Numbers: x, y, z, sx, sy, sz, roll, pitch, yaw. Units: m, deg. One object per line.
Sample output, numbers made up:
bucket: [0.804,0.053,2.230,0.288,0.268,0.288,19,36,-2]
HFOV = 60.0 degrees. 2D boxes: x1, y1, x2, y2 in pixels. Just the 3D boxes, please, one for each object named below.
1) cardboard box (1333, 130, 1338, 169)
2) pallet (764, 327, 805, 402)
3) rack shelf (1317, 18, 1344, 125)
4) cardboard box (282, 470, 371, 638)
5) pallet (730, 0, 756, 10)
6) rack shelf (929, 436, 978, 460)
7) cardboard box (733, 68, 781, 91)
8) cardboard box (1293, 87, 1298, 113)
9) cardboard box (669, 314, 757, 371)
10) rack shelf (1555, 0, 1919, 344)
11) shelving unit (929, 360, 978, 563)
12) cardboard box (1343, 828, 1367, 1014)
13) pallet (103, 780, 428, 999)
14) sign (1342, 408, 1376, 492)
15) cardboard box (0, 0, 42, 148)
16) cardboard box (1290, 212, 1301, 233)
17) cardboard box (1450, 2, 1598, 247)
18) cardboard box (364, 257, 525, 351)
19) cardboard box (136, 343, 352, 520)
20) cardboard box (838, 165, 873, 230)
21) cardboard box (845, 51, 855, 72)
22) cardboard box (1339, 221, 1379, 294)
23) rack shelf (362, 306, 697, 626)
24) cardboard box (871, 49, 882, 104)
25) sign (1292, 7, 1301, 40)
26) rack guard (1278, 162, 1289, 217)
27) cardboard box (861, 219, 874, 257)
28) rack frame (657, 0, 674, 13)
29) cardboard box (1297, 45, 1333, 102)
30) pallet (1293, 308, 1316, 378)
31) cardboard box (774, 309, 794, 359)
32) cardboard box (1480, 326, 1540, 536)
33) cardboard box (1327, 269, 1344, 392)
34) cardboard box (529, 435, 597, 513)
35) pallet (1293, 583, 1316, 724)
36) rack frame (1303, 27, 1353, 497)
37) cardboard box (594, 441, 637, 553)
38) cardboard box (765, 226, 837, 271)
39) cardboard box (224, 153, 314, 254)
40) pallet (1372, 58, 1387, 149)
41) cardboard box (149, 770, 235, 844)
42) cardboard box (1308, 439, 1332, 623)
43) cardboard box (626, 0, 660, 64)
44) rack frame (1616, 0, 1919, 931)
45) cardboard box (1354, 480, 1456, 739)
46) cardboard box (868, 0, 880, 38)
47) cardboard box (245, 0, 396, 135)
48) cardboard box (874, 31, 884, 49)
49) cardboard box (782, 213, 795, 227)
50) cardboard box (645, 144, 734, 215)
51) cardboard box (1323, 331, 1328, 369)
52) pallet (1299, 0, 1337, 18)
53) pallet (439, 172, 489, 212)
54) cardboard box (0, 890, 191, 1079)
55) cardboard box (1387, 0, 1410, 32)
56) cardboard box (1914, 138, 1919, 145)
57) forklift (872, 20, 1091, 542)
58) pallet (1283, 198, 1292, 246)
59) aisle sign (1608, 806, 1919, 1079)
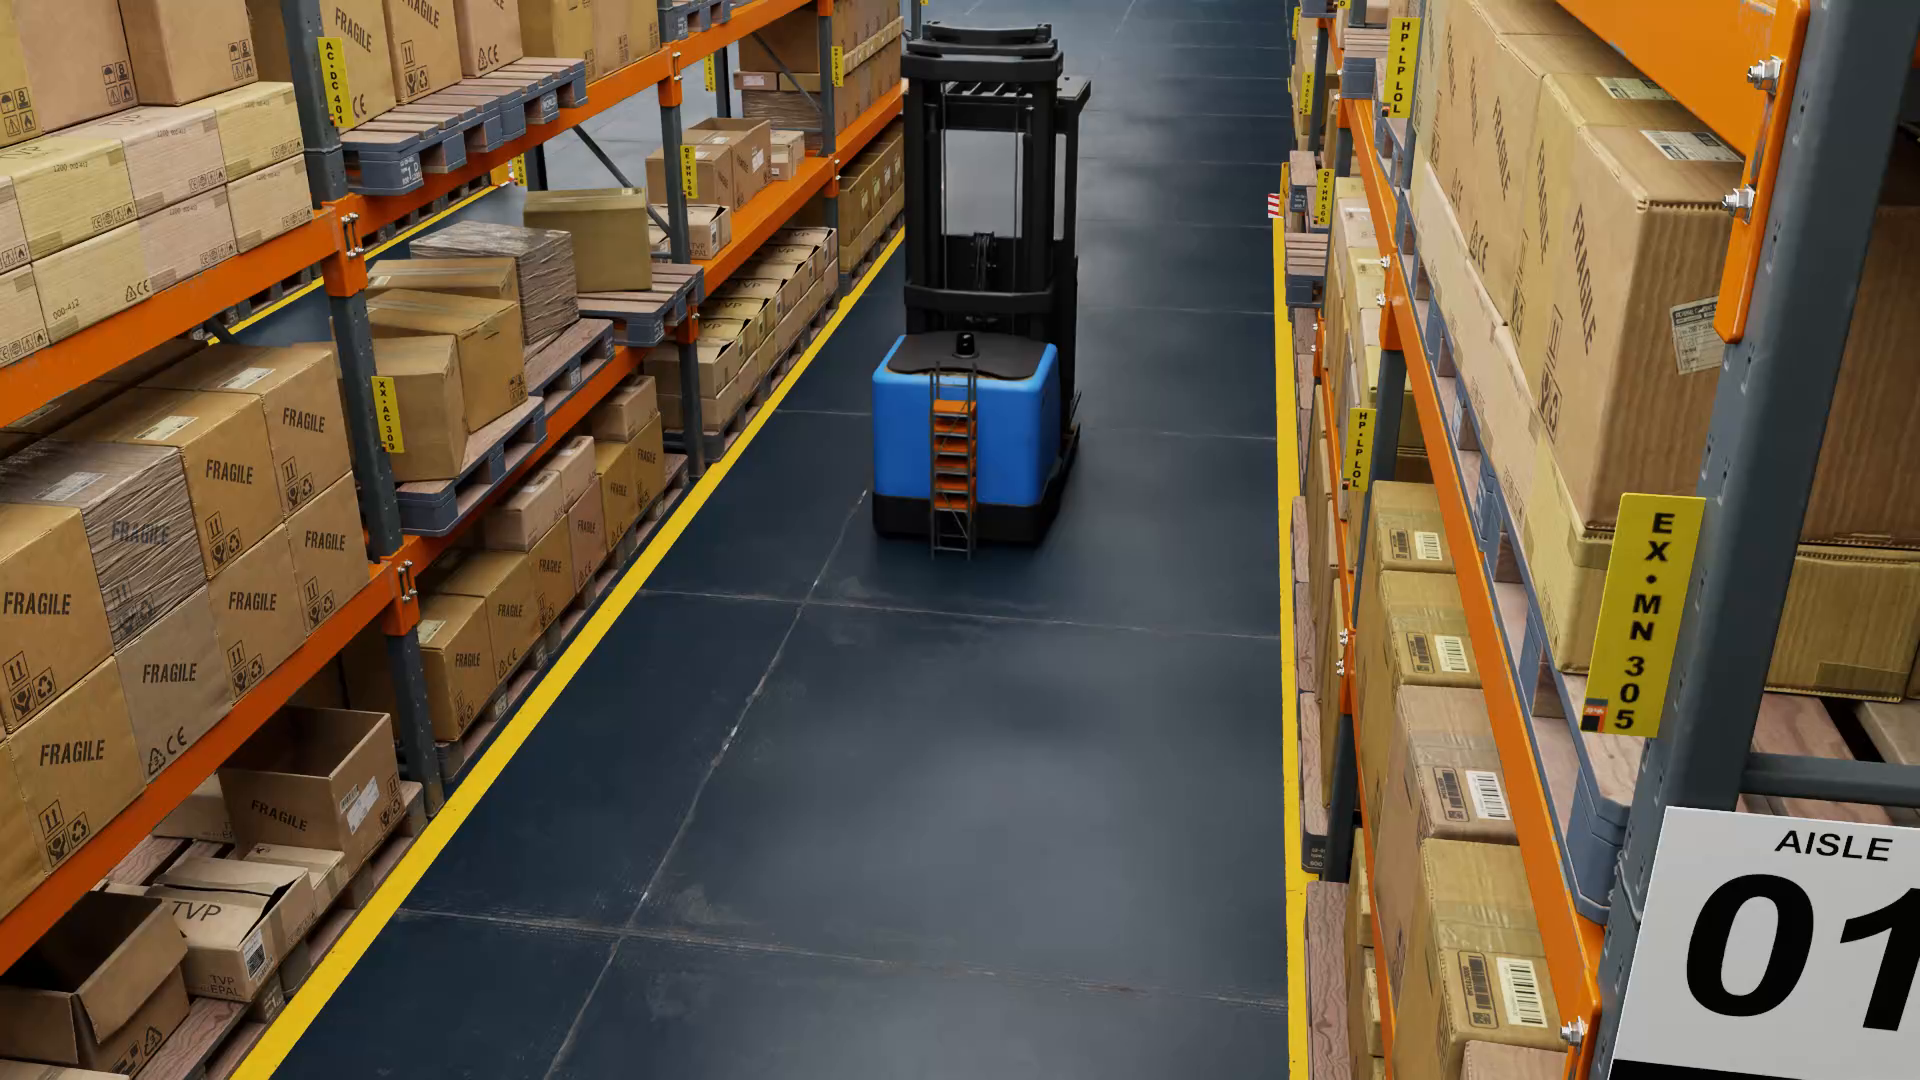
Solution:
cardboard box: [3.031,-2.679,11.798,0.700,0.500,0.500,8,26,16]
pallet: [-1.844,-1.412,13.017,1.003,0.211,1.213,4,25,9]
rack shelf: [2.996,-3.352,11.183,1.077,0.370,4.000,4,25,9]
cardboard box: [-2.701,0.030,6.530,0.500,0.500,0.500,4,25,9]
pallet: [-2.016,-3.855,11.633,1.003,0.211,1.213,5,26,11]
rack shelf: [-0.039,-0.522,9.772,0.258,0.103,0.180,4,25,9]
cardboard box: [-1.732,-3.965,14.300,0.380,0.149,0.250,4,25,8]
cardboard box: [3.424,-4.157,15.746,0.500,0.250,0.500,4,25,8]
cardboard box: [-1.766,-1.442,11.880,0.500,0.311,0.500,3,25,7]
rack shelf: [1.689,-1.184,3.484,1.077,0.370,4.000,4,25,9]
shelving unit: [-0.039,-0.454,9.804,0.258,1.200,0.189,4,25,9]
cardboard box: [1.792,1.438,6.093,0.700,0.500,0.500,4,25,9]
pallet: [-2.985,1.399,7.013,1.003,0.211,1.213,4,25,9]
sign: [1.478,-0.332,6.148,0.100,0.325,0.005,4,25,9]
cardboard box: [-3.211,-1.393,4.853,0.700,0.500,0.500,4,25,9]
cardboard box: [3.512,-3.071,15.702,0.700,0.500,0.500,2,25,5]
cardboard box: [1.469,-0.974,3.934,0.500,0.500,0.500,4,25,9]
cardboard box: [-2.644,-1.130,8.513,0.700,0.500,0.500,-2,25,-5]
cardboard box: [-2.700,-0.420,6.312,0.500,0.500,0.500,4,25,9]
cardboard box: [-1.106,-3.164,15.334,0.500,0.500,0.500,4,25,9]
cardboard box: [-1.164,-4.363,15.149,0.380,0.149,0.250,3,25,7]
cardboard box: [2.176,-1.405,8.337,0.500,0.250,0.500,4,25,9]
rack shelf: [-2.545,-0.662,8.975,1.077,0.370,4.000,4,25,9]
cardboard box: [-1.168,-4.594,16.408,0.700,0.500,0.500,4,25,9]
sign: [3.441,-5.258,16.924,0.100,0.325,0.005,4,25,9]
rack guard: [3.964,-3.665,17.490,1.175,0.500,0.348,4,25,9]
cardboard box: [-1.103,-2.824,15.493,0.500,0.250,0.500,4,25,9]
rack frame: [-2.219,-4.542,9.338,1.000,3.000,0.127,4,25,9]
cardboard box: [3.264,-4.075,14.686,0.500,0.500,0.500,3,25,7]
pallet: [3.197,-1.567,13.349,1.003,0.211,1.213,4,25,9]
cardboard box: [-1.599,-1.611,12.901,0.500,0.250,0.500,5,25,10]
cardboard box: [1.303,-0.205,3.176,0.500,0.250,0.500,3,25,7]
cardboard box: [2.160,-1.061,8.485,0.500,0.500,0.500,4,25,8]
cardboard box: [-2.308,-0.372,9.051,0.500,0.250,0.500,4,25,8]
pallet: [2.264,0.613,8.691,1.003,0.211,1.213,4,25,9]
rack frame: [2.669,-1.483,9.880,1.000,3.000,0.127,4,25,9]
cardboard box: [-2.225,-0.268,9.713,0.500,0.500,0.500,3,25,7]
cardboard box: [-1.348,-2.507,14.154,0.500,0.311,0.500,4,25,9]
cardboard box: [-2.689,-1.220,5.957,0.500,0.250,0.500,4,25,9]
pallet: [2.436,-2.015,7.701,1.003,0.211,1.213,5,26,11]
cardboard box: [-3.154,1.028,7.169,0.500,0.311,0.500,4,25,9]
cardboard box: [2.270,-0.035,8.827,0.750,0.750,0.750,4,25,8]
cardboard box: [-2.257,-3.043,9.558,0.910,0.500,0.500,4,25,9]
rack frame: [1.362,-0.854,1.460,1.000,3.000,0.127,4,25,9]
cardboard box: [1.911,0.280,5.760,0.980,0.700,0.700,4,25,9]
cardboard box: [-1.171,-5.155,16.078,0.700,0.500,0.500,4,25,9]
cardboard box: [-2.717,-1.996,6.707,0.600,0.600,0.600,2,25,4]
cardboard box: [-0.954,-4.905,16.308,0.380,0.149,0.250,5,26,10]
cardboard box: [-1.611,-3.199,15.410,0.500,0.500,0.500,4,25,9]
cardboard box: [-1.960,-2.573,12.090,0.500,0.500,0.500,3,25,6]
cardboard box: [2.210,-1.046,9.220,0.380,0.149,0.250,5,26,10]
pallet: [2.950,-3.744,11.395,1.213,0.211,1.003,4,25,9]
pallet: [-5.901,-3.878,18.285,1.003,0.211,1.213,4,25,9]
cardboard box: [-3.174,1.566,5.792,0.797,0.503,0.637,4,25,9]
cardboard box: [2.648,-2.883,8.696,0.700,0.500,0.500,2,25,4]
cardboard box: [1.719,-0.291,2.475,0.500,0.500,0.500,3,25,6]
forklift: [0.234,-1.911,10.876,1.130,2.935,3.031,4,25,9]
pallet: [3.797,-3.197,16.830,1.003,0.211,1.213,4,25,9]
aisle sign: [1.054,0.695,2.160,0.394,0.787,0.004,4,25,9]
